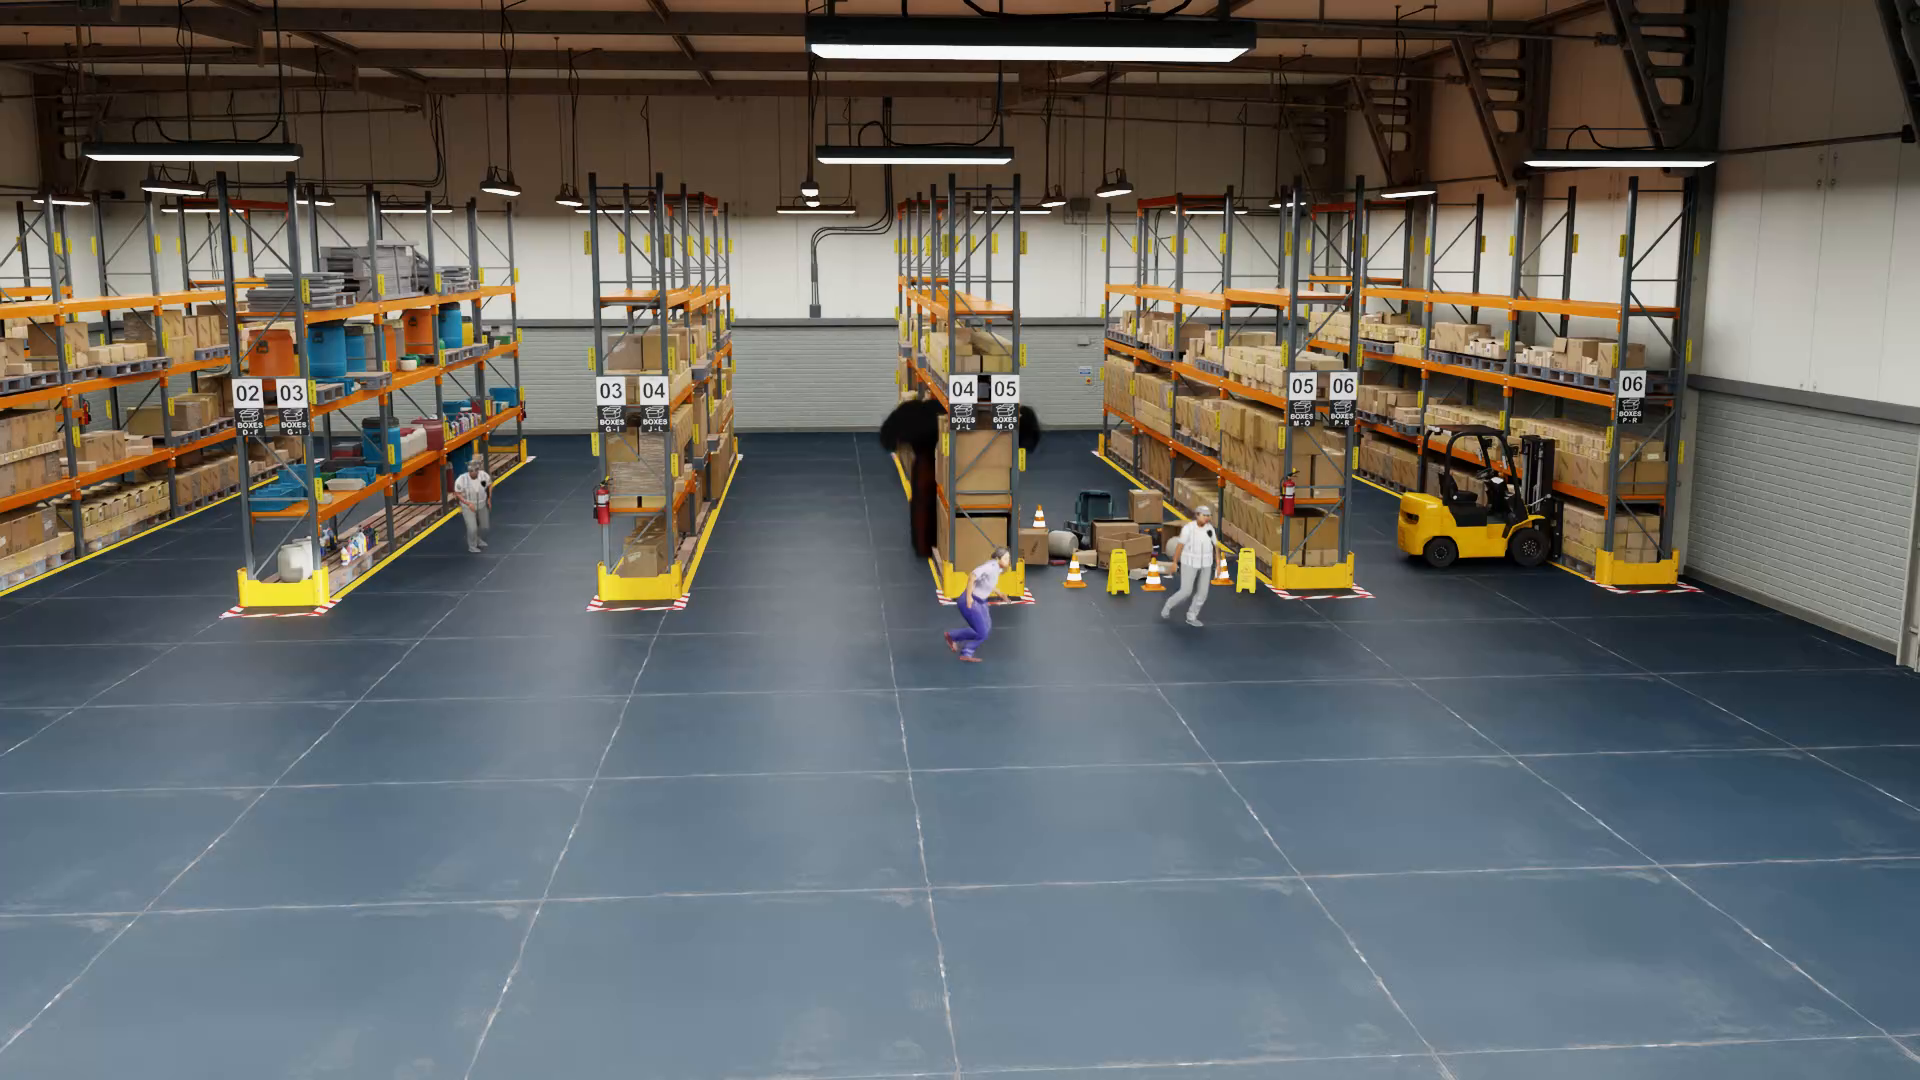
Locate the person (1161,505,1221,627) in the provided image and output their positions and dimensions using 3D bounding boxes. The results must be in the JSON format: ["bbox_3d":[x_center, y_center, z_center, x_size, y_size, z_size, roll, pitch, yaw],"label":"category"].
[{"bbox_3d":[3.068,0.338,22.106,0.725,1.632,0.540,-3,10,-16],"label":"person"}]

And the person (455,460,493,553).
[{"bbox_3d":[-8.001,-0.561,27.319,0.639,1.580,0.884,-7,12,-36],"label":"person"}]

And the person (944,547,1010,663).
[{"bbox_3d":[0.203,0.793,20.091,0.811,1.462,0.627,3,10,16],"label":"person"}]
